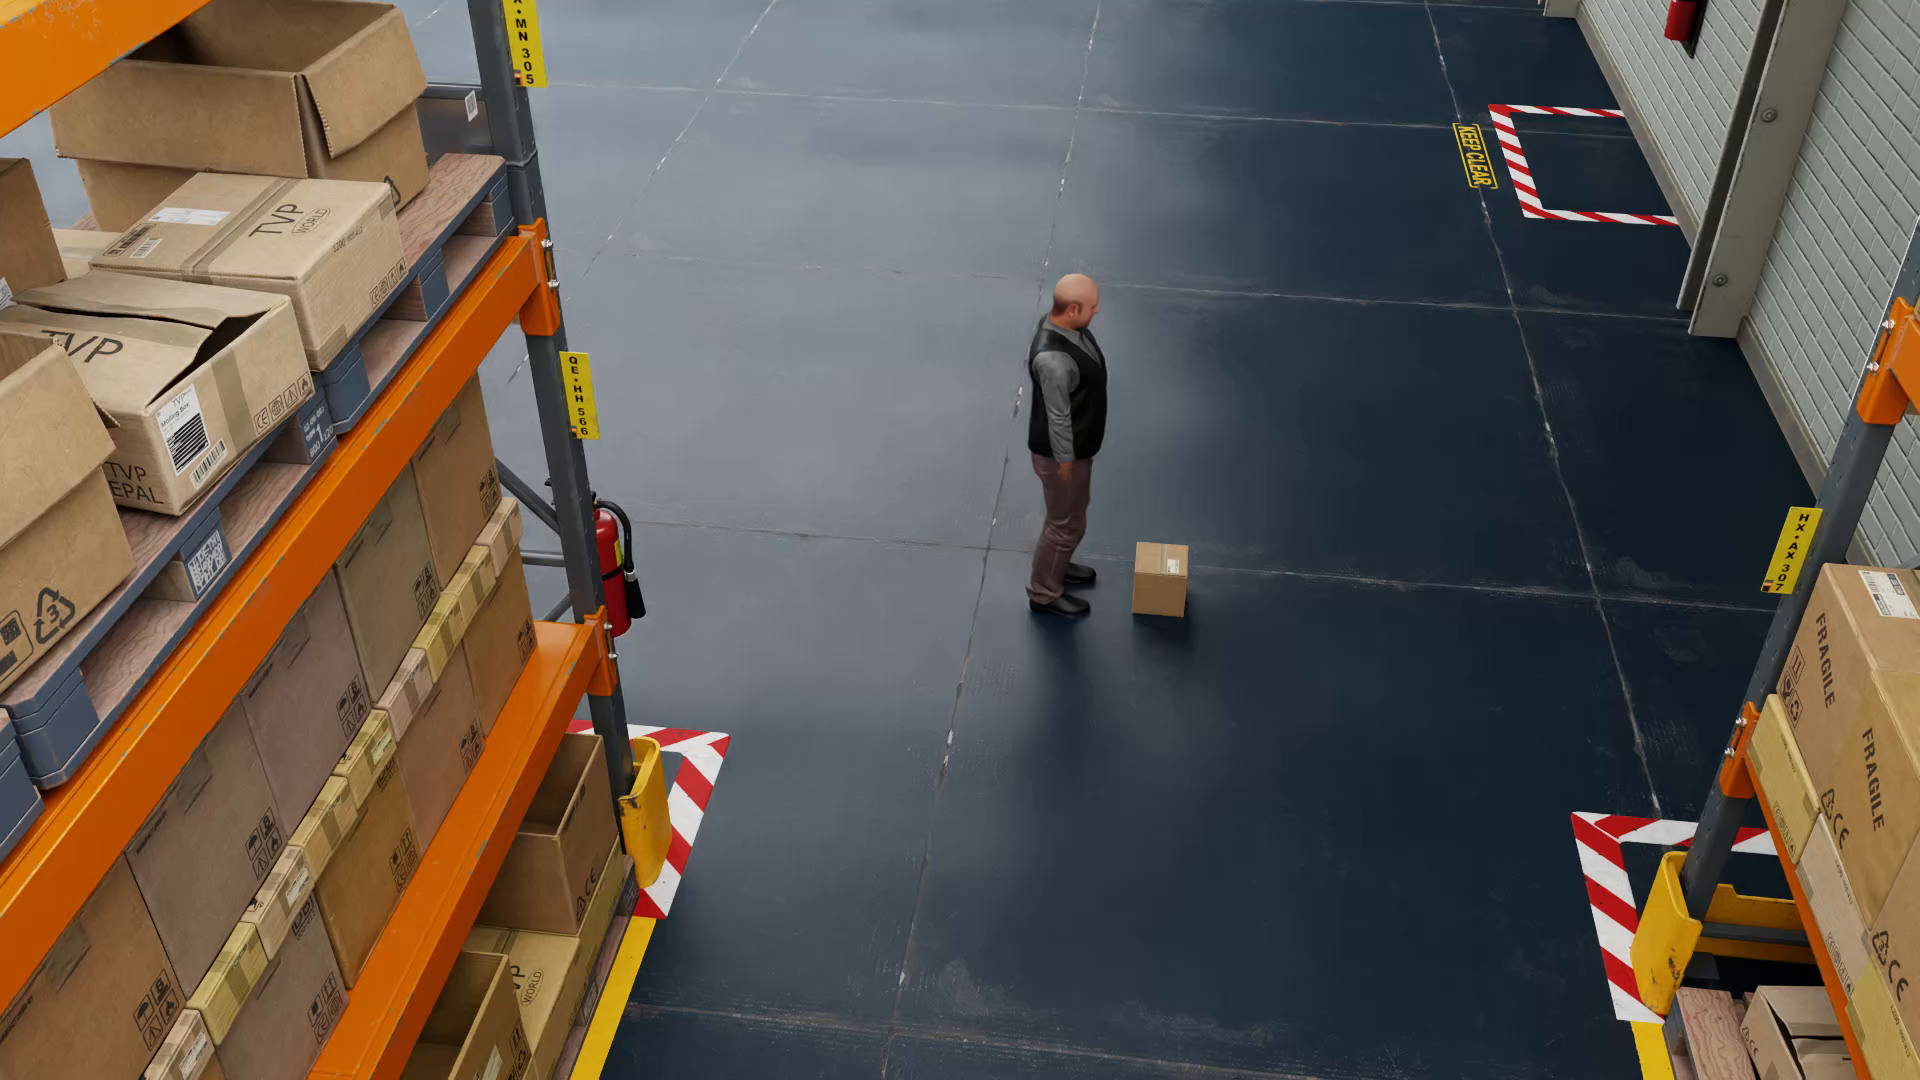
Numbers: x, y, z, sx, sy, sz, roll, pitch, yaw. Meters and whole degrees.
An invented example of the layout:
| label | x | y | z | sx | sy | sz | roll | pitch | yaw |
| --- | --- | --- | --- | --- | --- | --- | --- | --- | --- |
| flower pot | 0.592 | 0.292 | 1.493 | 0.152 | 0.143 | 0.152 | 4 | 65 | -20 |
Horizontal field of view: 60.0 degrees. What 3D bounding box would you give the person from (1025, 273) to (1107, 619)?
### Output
| label | x | y | z | sx | sy | sz | roll | pitch | yaw |
| --- | --- | --- | --- | --- | --- | --- | --- | --- | --- |
| person | 0.491 | -0.450 | 7.698 | 0.355 | 1.716 | 0.534 | 5 | 36 | 7 |
